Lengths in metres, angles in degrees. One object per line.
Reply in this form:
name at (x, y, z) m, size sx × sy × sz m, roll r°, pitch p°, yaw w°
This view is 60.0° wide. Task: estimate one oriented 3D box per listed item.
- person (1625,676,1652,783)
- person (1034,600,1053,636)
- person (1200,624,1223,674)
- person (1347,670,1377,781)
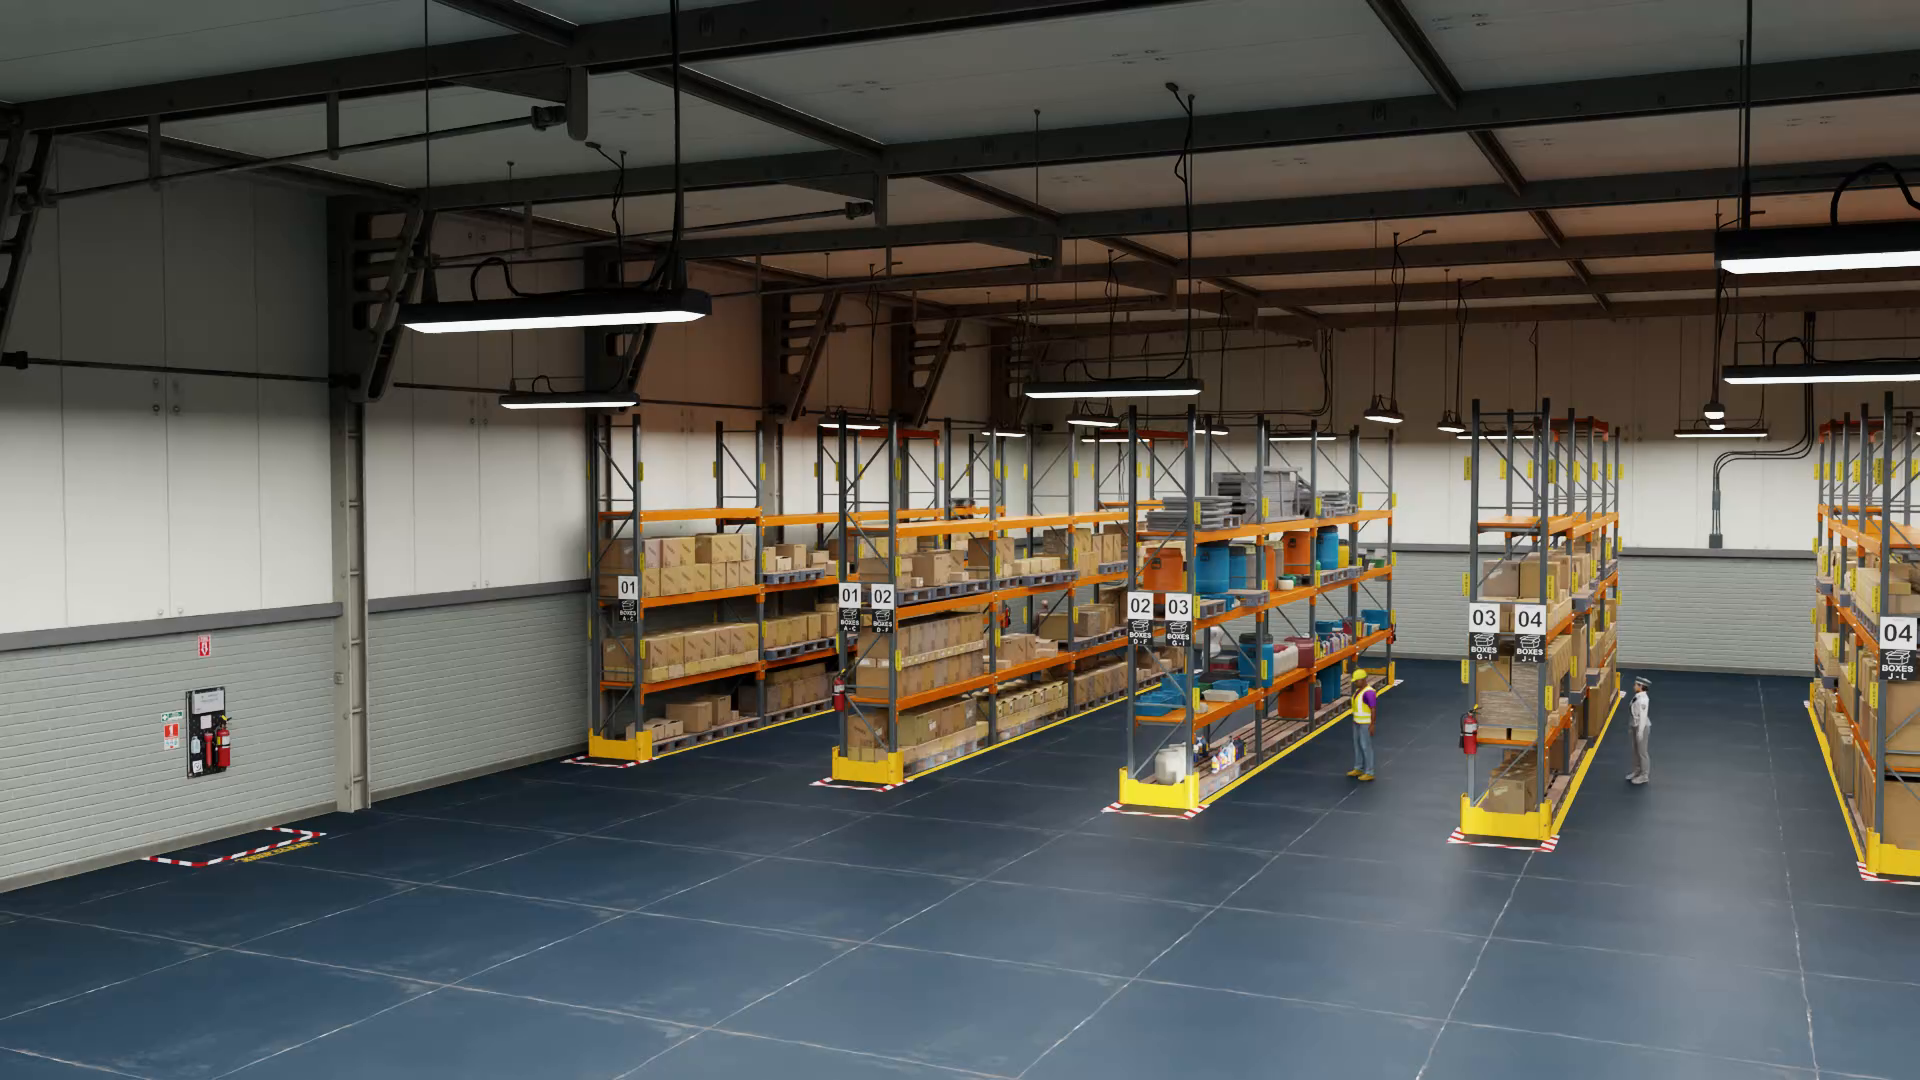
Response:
person at (10.957, 3.045, 26.834) m, size 0.382 × 1.696 × 0.516 m, roll 0°, pitch 2°, yaw 0°
person at (2.082, 2.391, 41.670) m, size 0.680 × 1.775 × 0.616 m, roll -2°, pitch 3°, yaw -39°
person at (5.665, 2.570, 37.540) m, size 0.618 × 1.795 × 0.479 m, roll -2°, pitch 3°, yaw -41°
person at (6.560, 2.997, 27.146) m, size 0.408 × 1.766 × 0.629 m, roll 0°, pitch 2°, yaw -8°
